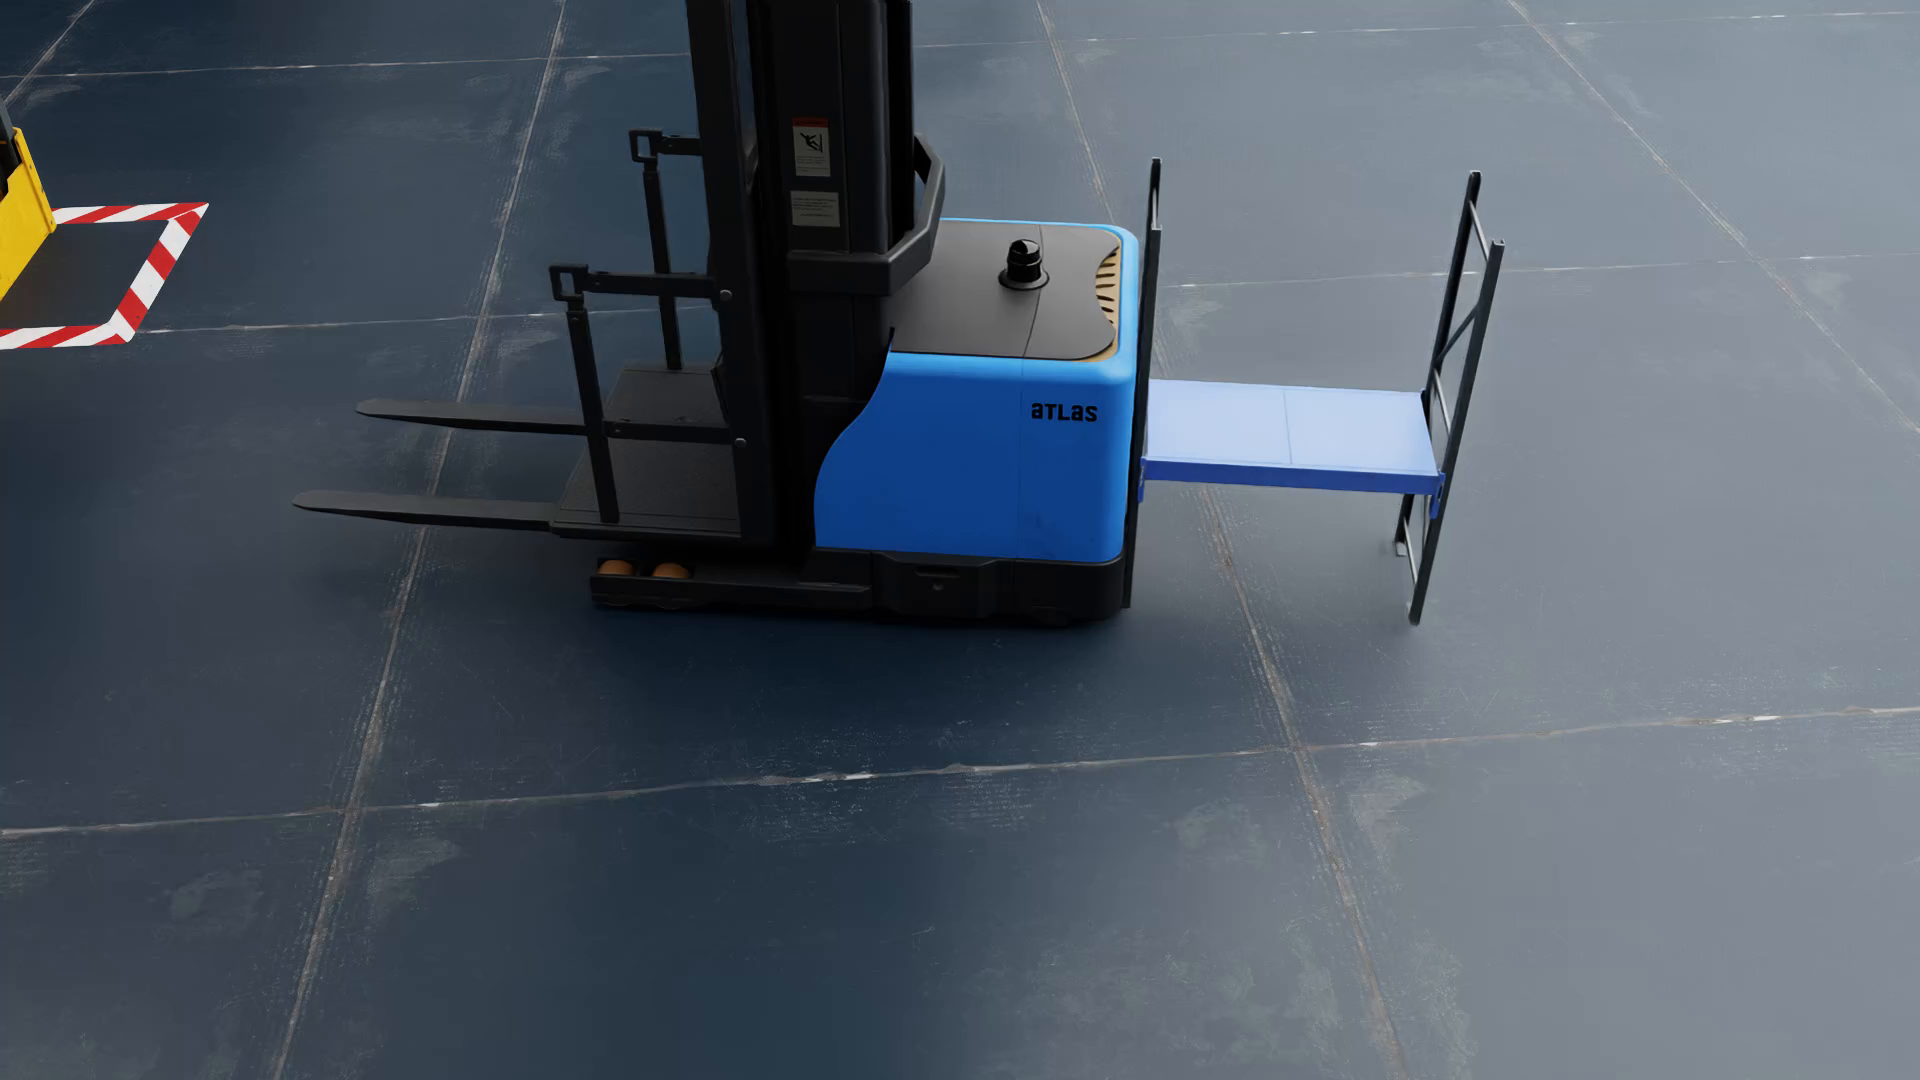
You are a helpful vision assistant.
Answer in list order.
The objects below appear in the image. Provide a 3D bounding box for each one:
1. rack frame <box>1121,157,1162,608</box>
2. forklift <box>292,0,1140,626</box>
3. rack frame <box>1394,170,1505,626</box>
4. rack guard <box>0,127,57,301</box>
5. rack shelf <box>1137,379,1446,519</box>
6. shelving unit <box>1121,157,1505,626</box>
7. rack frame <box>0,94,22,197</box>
[{"bbox_3d":[0.615,-0.500,5.673,0.032,1.500,0.500,3,38,4],"label":"rack frame"},{"bbox_3d":[-0.898,-1.225,5.436,3.031,2.935,1.130,3,38,4],"label":"forklift"},{"bbox_3d":[1.628,-0.441,5.598,0.032,1.500,0.500,3,38,4],"label":"rack frame"},{"bbox_3d":[-4.585,-1.408,7.631,0.348,0.500,1.175,-3,38,-4],"label":"rack guard"},{"bbox_3d":[1.122,-0.330,5.747,1.000,0.185,0.538,3,38,4],"label":"rack shelf"},{"bbox_3d":[1.122,-0.471,5.636,1.048,1.500,0.538,3,38,4],"label":"shelving unit"},{"bbox_3d":[-4.514,-2.423,6.899,0.127,3.000,1.000,-3,38,-4],"label":"rack frame"}]
